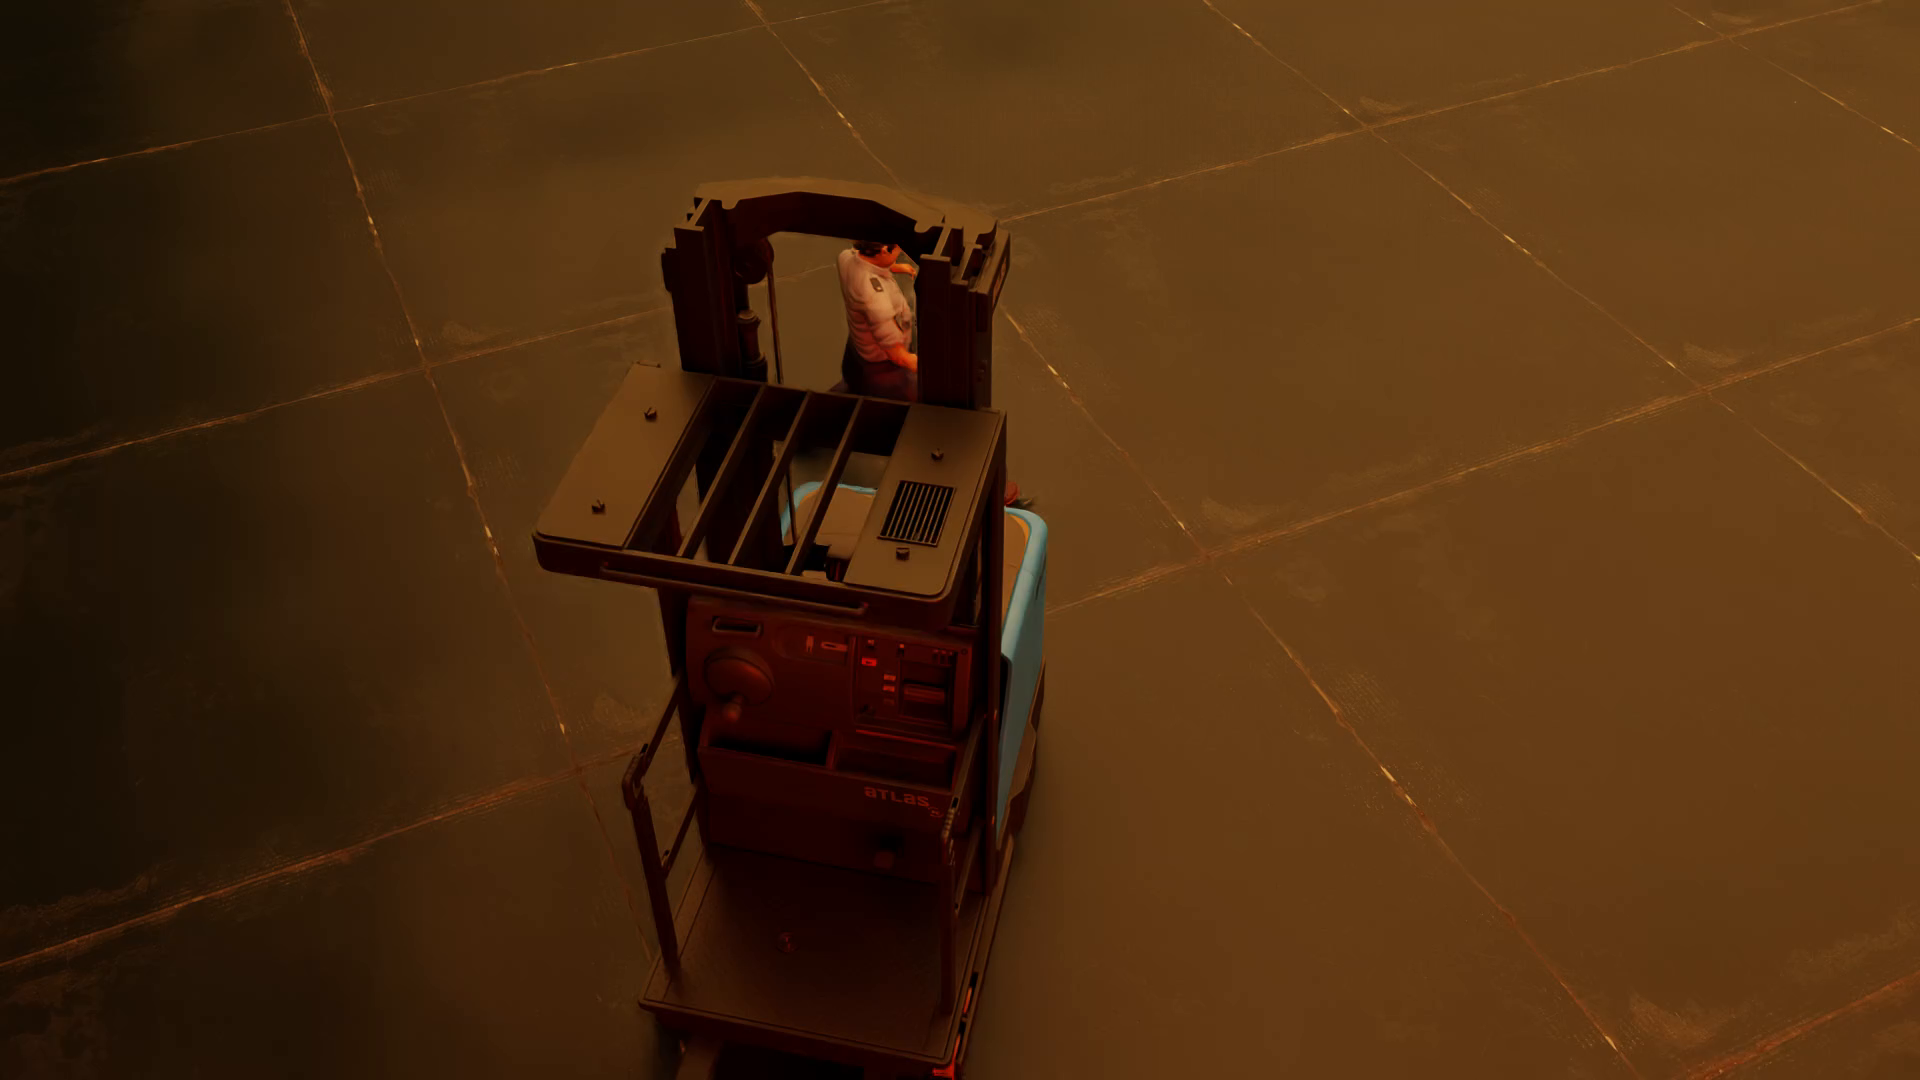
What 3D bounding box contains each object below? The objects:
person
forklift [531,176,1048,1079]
[{"bbox_3d":[-0.287,-0.881,7.725,0.922,1.506,1.041,-14,45,-15],"label":"person"},{"bbox_3d":[-0.466,0.518,5.125,1.130,2.935,3.031,9,44,9],"label":"forklift"}]
